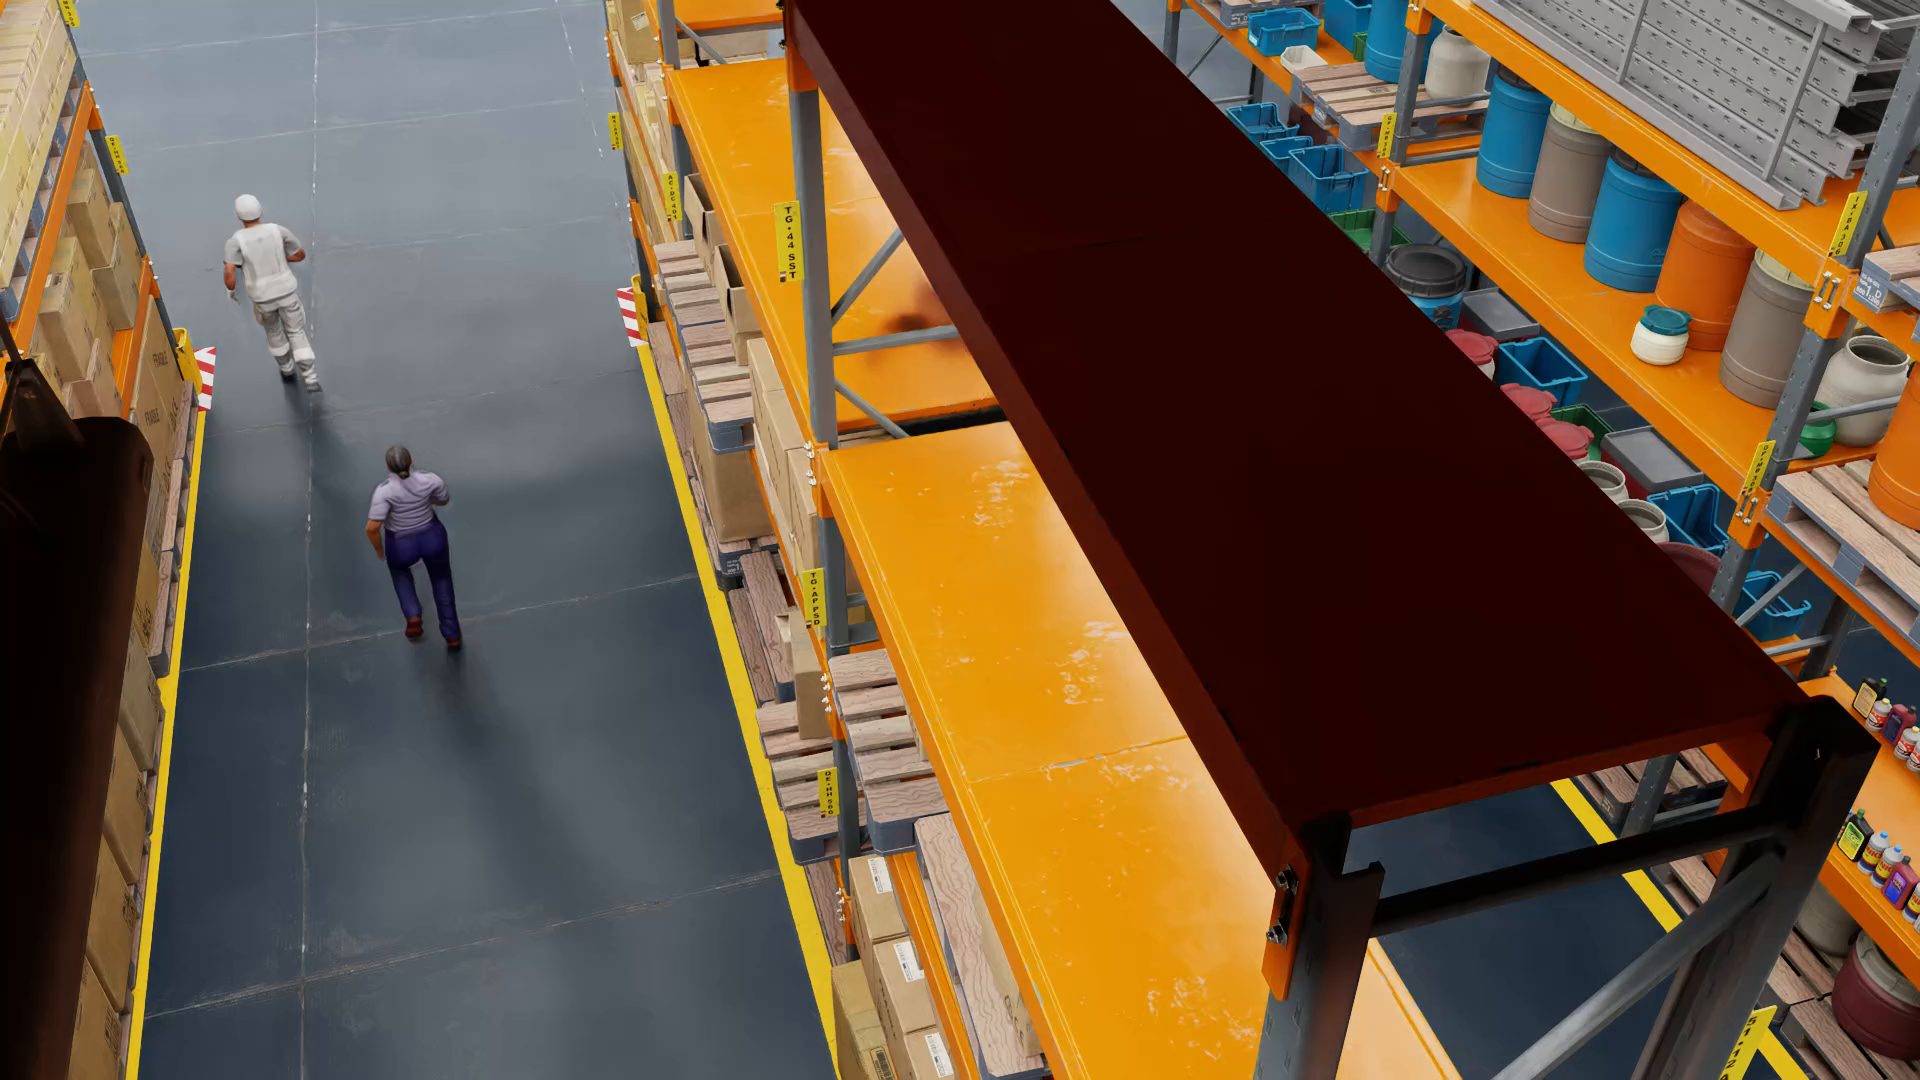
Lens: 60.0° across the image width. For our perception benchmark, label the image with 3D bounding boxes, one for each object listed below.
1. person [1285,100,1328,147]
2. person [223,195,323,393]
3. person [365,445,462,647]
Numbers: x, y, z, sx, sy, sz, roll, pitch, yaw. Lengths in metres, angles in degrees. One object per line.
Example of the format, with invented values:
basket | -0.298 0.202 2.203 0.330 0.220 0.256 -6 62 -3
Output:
person | 3.475 -3.960 16.467 0.764 1.735 0.700 -23 44 -26
person | -5.757 -2.036 13.946 0.684 1.819 0.864 -19 42 -22
person | -3.784 0.002 11.509 0.601 1.623 0.648 -18 42 -21
